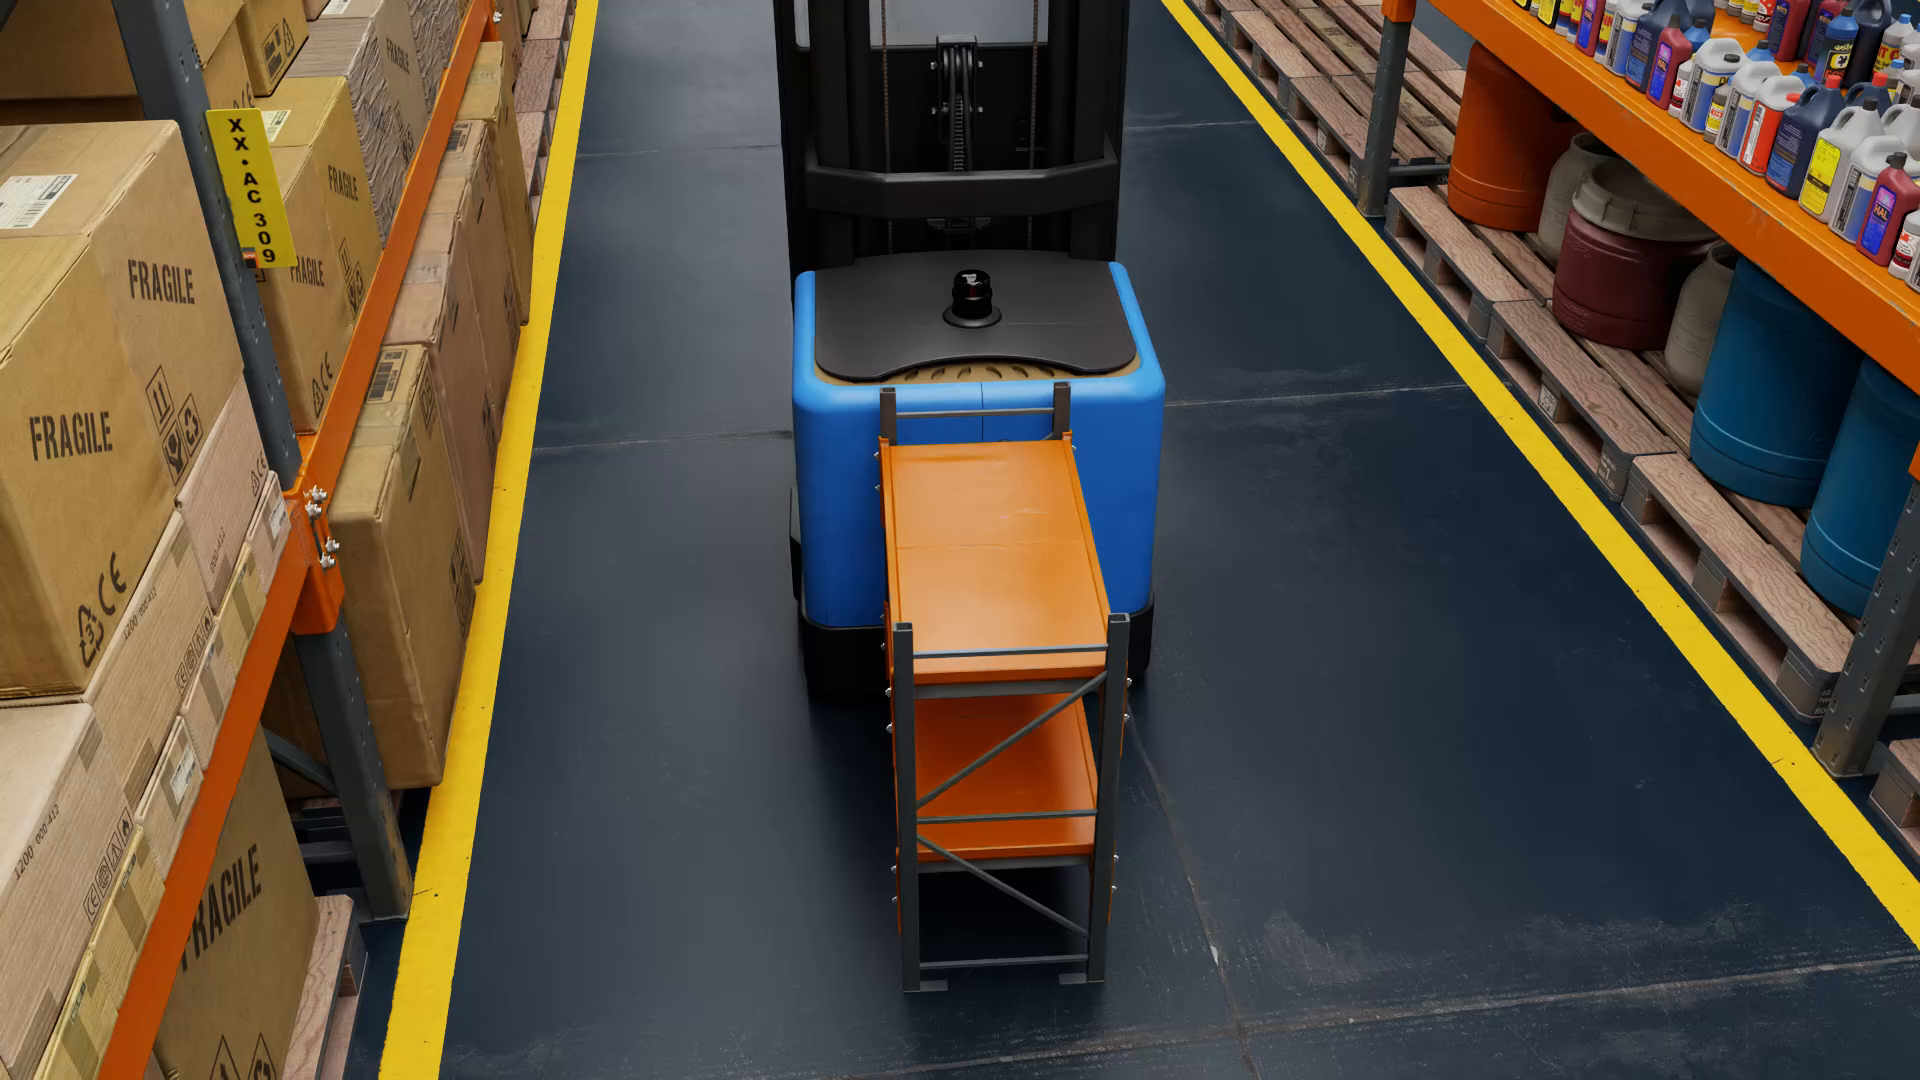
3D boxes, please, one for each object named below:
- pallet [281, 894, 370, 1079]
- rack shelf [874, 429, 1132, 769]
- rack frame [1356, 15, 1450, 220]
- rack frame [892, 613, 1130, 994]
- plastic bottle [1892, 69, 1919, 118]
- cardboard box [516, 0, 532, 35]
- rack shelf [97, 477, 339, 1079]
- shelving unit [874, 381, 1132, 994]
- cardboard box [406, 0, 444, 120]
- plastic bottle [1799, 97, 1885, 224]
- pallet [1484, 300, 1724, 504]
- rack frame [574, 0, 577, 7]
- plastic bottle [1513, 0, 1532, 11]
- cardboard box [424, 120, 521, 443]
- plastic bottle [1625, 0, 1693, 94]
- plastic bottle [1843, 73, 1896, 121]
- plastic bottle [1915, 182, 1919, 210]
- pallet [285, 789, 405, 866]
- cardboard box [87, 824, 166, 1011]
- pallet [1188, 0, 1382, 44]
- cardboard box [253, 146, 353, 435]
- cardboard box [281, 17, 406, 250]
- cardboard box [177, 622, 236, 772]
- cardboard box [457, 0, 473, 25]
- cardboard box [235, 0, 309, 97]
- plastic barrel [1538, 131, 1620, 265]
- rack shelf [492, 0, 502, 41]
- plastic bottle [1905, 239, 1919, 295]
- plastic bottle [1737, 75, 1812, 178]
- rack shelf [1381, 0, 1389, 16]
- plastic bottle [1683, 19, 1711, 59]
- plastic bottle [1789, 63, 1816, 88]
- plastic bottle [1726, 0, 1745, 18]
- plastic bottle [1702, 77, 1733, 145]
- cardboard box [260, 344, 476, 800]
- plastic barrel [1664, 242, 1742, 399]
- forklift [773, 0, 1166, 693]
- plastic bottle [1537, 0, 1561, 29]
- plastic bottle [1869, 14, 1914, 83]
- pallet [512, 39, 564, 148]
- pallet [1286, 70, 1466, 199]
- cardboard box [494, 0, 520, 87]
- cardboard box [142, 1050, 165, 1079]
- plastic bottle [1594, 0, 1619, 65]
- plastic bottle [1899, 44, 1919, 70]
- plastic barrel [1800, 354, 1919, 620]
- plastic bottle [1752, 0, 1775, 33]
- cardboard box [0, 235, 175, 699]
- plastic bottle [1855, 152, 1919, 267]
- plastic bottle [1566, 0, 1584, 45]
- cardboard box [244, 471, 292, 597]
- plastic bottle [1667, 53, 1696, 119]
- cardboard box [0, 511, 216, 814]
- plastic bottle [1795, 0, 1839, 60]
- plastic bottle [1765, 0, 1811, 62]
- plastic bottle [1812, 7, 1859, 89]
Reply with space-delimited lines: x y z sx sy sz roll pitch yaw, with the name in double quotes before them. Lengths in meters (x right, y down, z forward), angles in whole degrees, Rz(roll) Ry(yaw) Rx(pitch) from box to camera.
"pallet" -1.907 1.333 3.607 1.003 0.211 1.213 -4 35 -6
"rack shelf" 0.074 0.110 4.070 0.538 0.278 1.000 -2 34 -3
"rack frame" 2.439 -2.857 7.279 1.000 3.000 0.127 -4 35 -6
"rack frame" 0.108 0.637 3.816 0.500 1.125 0.032 -2 34 -3
"plastic bottle" 3.017 -1.366 5.201 0.152 0.276 0.135 -4 35 -6
"cardboard box" -2.901 -3.251 9.686 0.700 0.500 0.500 -5 35 -7
"rack shelf" -1.662 1.164 2.018 1.077 0.370 4.000 -4 35 -6
"shelving unit" 0.074 0.352 4.235 0.538 1.125 1.048 -2 34 -3
"cardboard box" -2.023 -1.698 5.490 0.500 0.500 0.500 -5 35 -8
"plastic bottle" 2.529 -1.093 4.733 0.144 0.351 0.185 -4 35 -6
"pallet" 2.747 -0.588 6.426 1.003 0.211 1.213 -4 35 -6
"rack frame" -3.007 -4.714 10.004 1.000 3.000 0.127 -4 35 -6
"plastic bottle" 2.212 -2.206 6.428 0.061 0.283 0.133 -4 35 -6
"cardboard box" -2.285 -0.893 5.910 1.225 0.875 0.875 -4 35 -6
"plastic bottle" 2.381 -1.707 5.635 0.144 0.351 0.185 -4 35 -6
"plastic bottle" 2.647 -1.207 4.901 0.144 0.351 0.185 -4 35 -6
"plastic bottle" 2.603 -0.880 4.554 0.097 0.201 0.097 0 34 0
"pallet" -2.110 0.478 4.861 1.003 0.211 1.213 -4 35 -6
"cardboard box" -1.427 0.574 2.468 0.380 0.149 0.250 -4 34 -5
"pallet" 2.045 -3.501 10.700 1.003 0.211 1.213 -4 35 -6
"cardboard box" -1.746 -0.567 3.829 0.500 0.500 0.500 -4 35 -6
"cardboard box" -1.881 -1.126 4.650 0.500 0.500 0.500 -5 35 -7
"cardboard box" -1.497 0.286 2.889 0.380 0.149 0.250 -5 35 -7
"cardboard box" -2.157 -2.266 6.323 0.500 0.500 0.500 -3 34 -5
"cardboard box" -2.106 -1.445 4.227 0.797 0.503 0.637 -4 34 -6
"plastic barrel" 2.686 -1.422 7.010 0.421 0.512 0.421 0 34 0
"rack shelf" -2.738 -3.301 8.568 1.077 0.370 4.000 -4 35 -6
"plastic bottle" 2.603 -0.769 4.325 0.152 0.276 0.135 -4 35 -6
"plastic bottle" 2.486 -1.254 5.037 0.152 0.276 0.135 -4 35 -6
"rack shelf" 2.170 -3.676 9.119 1.077 0.370 4.000 -4 35 -6
"plastic bottle" 2.437 -1.599 5.546 0.097 0.271 0.097 0 34 0
"plastic bottle" 2.589 -1.347 5.178 0.097 0.271 0.097 0 34 0
"plastic bottle" 3.010 -2.115 6.367 0.097 0.201 0.097 0 34 0
"plastic bottle" 2.425 -1.361 5.260 0.097 0.201 0.097 0 34 0
"cardboard box" -2.037 0.099 4.455 1.225 0.875 0.875 -4 35 -6
"plastic barrel" 2.838 -0.792 6.085 0.421 0.512 0.421 0 34 0
"forklift" -0.043 -1.562 5.439 1.130 2.935 3.031 -2 34 -3
"plastic bottle" 2.243 -2.078 6.239 0.061 0.283 0.133 -4 35 -6
"plastic bottle" 3.135 -1.626 5.587 0.097 0.271 0.097 0 34 0
"pallet" -2.734 -2.445 9.150 1.003 0.211 1.213 -4 35 -6
"pallet" 2.373 -2.140 8.703 1.003 0.211 1.213 -4 35 -6
"cardboard box" -2.750 -2.627 8.771 0.700 0.500 0.500 -2 34 -2
"cardboard box" -1.801 1.331 2.647 0.875 0.875 0.875 -4 35 -6
"plastic bottle" 2.320 -1.826 5.881 0.097 0.271 0.097 0 34 0
"plastic bottle" 3.136 -1.507 5.408 0.152 0.276 0.135 -4 35 -6
"plastic barrel" 2.920 -0.236 4.923 0.600 0.901 0.708 -4 35 -6
"plastic bottle" 3.036 -2.007 6.207 0.097 0.201 0.097 0 34 0
"cardboard box" -1.541 -0.104 2.443 0.500 0.500 0.500 -4 34 -6
"plastic bottle" 2.527 -0.898 4.507 0.061 0.283 0.133 -4 35 -6
"plastic bottle" 2.289 -1.955 6.070 0.097 0.271 0.097 0 34 0
"cardboard box" -1.566 0.000 3.310 0.380 0.149 0.250 -4 34 -6
"plastic bottle" 2.394 -1.491 5.450 0.097 0.201 0.097 0 34 0
"cardboard box" -1.540 0.205 2.655 0.500 0.250 0.500 -3 34 -5
"plastic bottle" 3.050 -1.913 5.938 0.144 0.351 0.185 -4 35 -6
"plastic bottle" 2.951 -1.863 5.924 0.061 0.283 0.133 -4 35 -6
"plastic bottle" 2.979 -1.669 5.650 0.097 0.271 0.097 0 34 0
